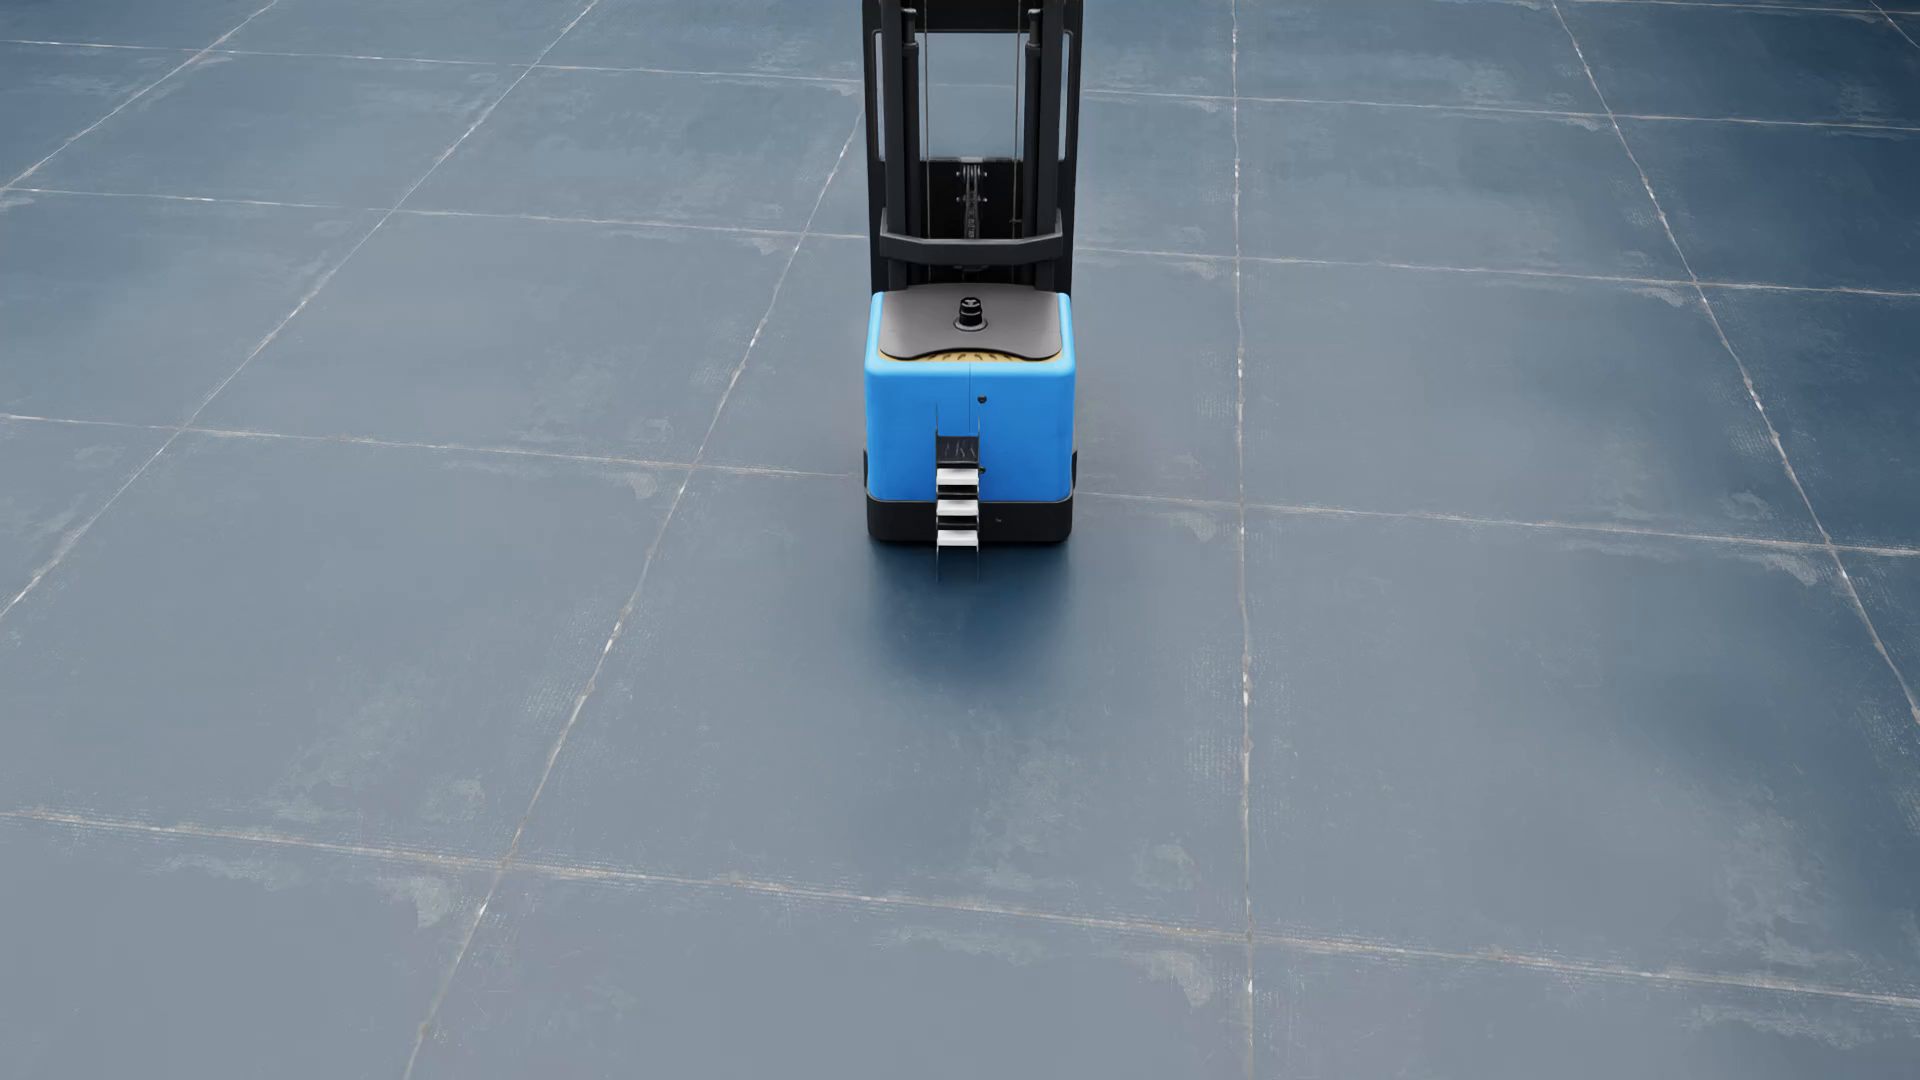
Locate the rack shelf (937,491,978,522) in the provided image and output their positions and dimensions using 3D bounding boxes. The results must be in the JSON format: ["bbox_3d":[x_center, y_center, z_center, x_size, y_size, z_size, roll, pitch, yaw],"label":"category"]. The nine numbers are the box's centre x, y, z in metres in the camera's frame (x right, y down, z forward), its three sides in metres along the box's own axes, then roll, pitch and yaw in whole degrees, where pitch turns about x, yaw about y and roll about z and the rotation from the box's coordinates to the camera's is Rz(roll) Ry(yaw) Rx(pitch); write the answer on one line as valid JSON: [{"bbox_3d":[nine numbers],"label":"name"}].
[{"bbox_3d":[-0.011,-0.190,8.154,0.200,0.077,0.258,0,36,0],"label":"rack shelf"}]

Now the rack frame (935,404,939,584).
[{"bbox_3d":[-0.113,-0.217,8.136,0.006,0.900,0.240,0,36,0],"label":"rack frame"}]

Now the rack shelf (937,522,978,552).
[{"bbox_3d":[-0.011,-0.044,8.259,0.200,0.077,0.258,0,36,0],"label":"rack shelf"}]

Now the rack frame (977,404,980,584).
[{"bbox_3d":[0.091,-0.216,8.134,0.006,0.900,0.240,0,36,0],"label":"rack frame"}]

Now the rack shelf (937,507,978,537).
[{"bbox_3d":[-0.011,-0.117,8.207,0.200,0.077,0.258,0,36,0],"label":"rack shelf"}]

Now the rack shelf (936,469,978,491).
[{"bbox_3d":[-0.011,-0.336,8.049,0.200,0.077,0.258,0,36,0],"label":"rack shelf"}]

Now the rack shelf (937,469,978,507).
[{"bbox_3d":[-0.011,-0.263,8.102,0.200,0.077,0.258,0,36,0],"label":"rack shelf"}]

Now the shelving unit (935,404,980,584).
[{"bbox_3d":[-0.011,-0.217,8.135,0.210,0.900,0.258,0,36,0],"label":"shelving unit"}]

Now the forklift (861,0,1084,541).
[{"bbox_3d":[0.064,-2.009,8.899,1.130,2.935,3.031,0,36,0],"label":"forklift"}]

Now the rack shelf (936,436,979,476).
[{"bbox_3d":[-0.011,-0.409,7.996,0.200,0.077,0.258,0,36,0],"label":"rack shelf"}]
